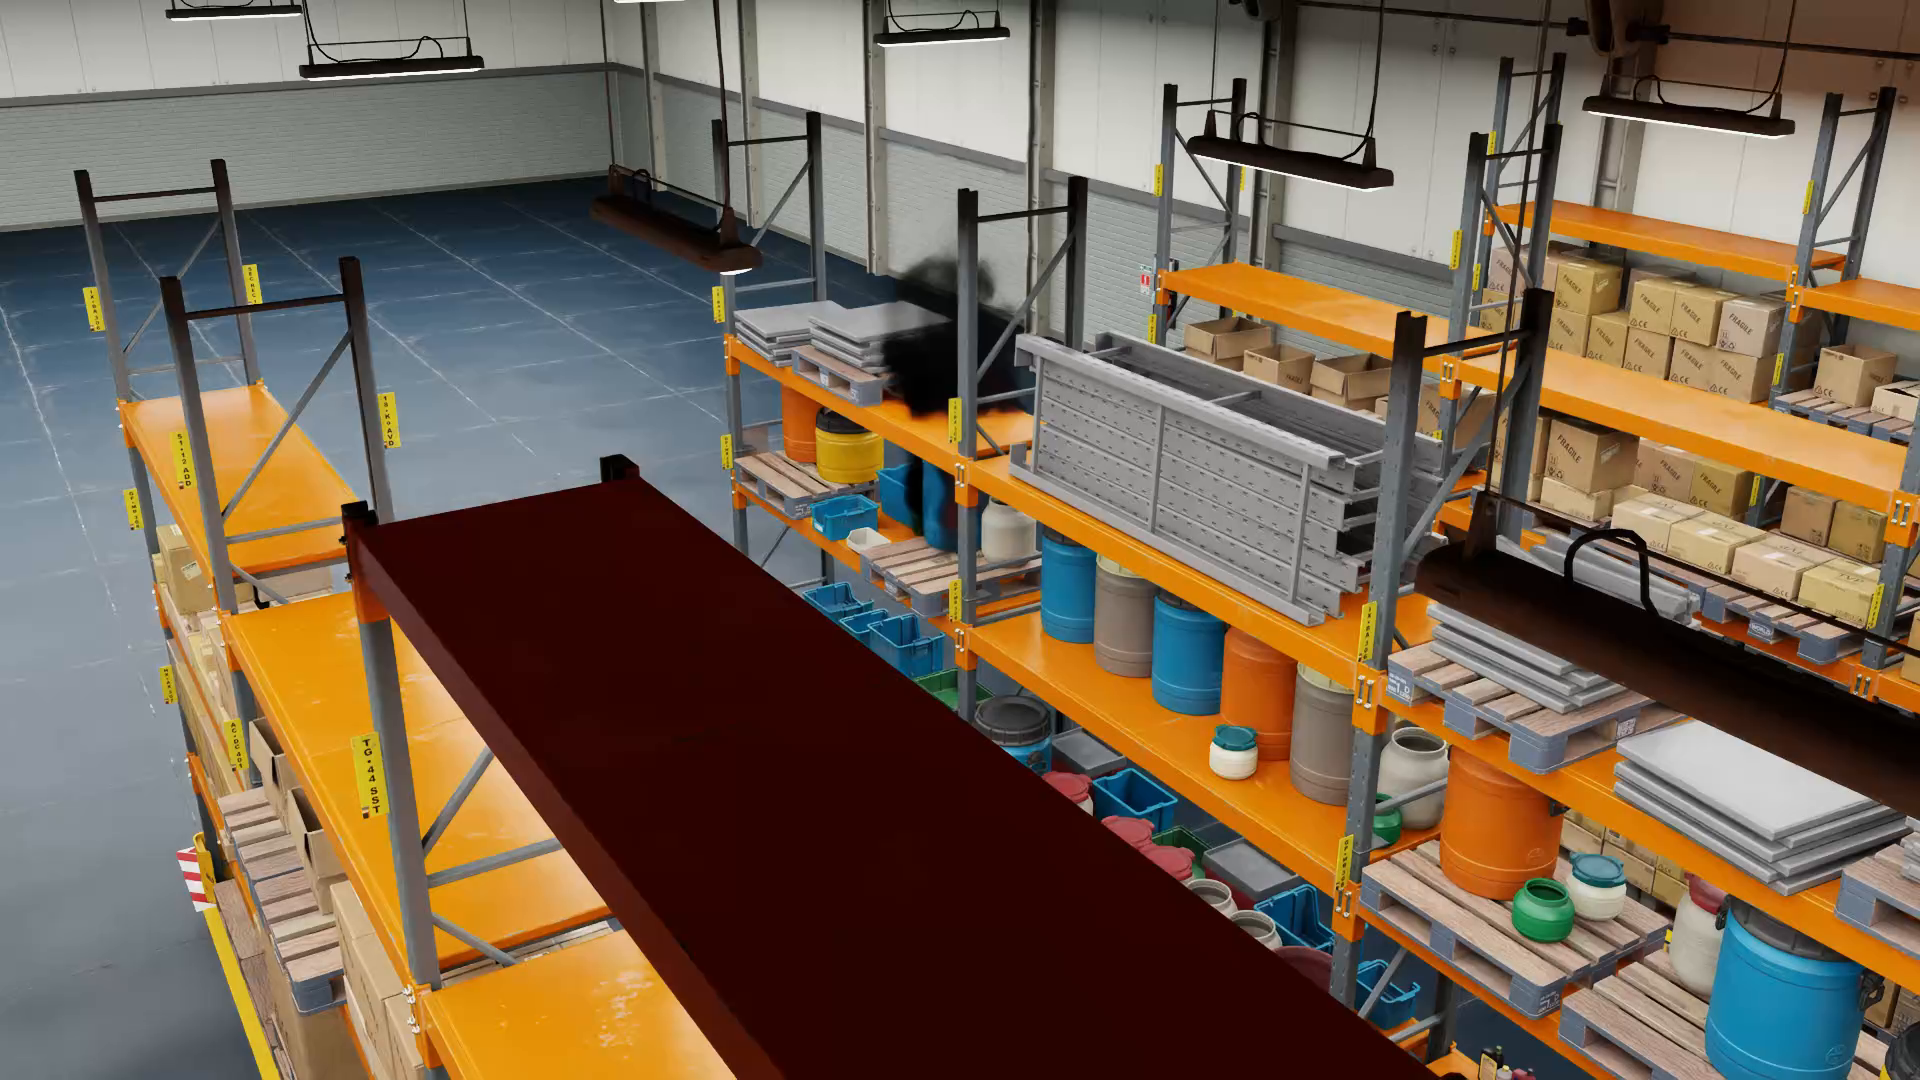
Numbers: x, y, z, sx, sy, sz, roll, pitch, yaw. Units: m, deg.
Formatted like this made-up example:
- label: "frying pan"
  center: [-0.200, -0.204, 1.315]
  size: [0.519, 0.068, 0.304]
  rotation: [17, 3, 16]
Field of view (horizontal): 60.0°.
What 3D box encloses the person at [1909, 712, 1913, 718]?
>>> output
- label: "person"
  center: [8.299, 1.981, 14.190]
  size: [0.675, 1.788, 0.793]
  rotation: [-12, 25, -27]
